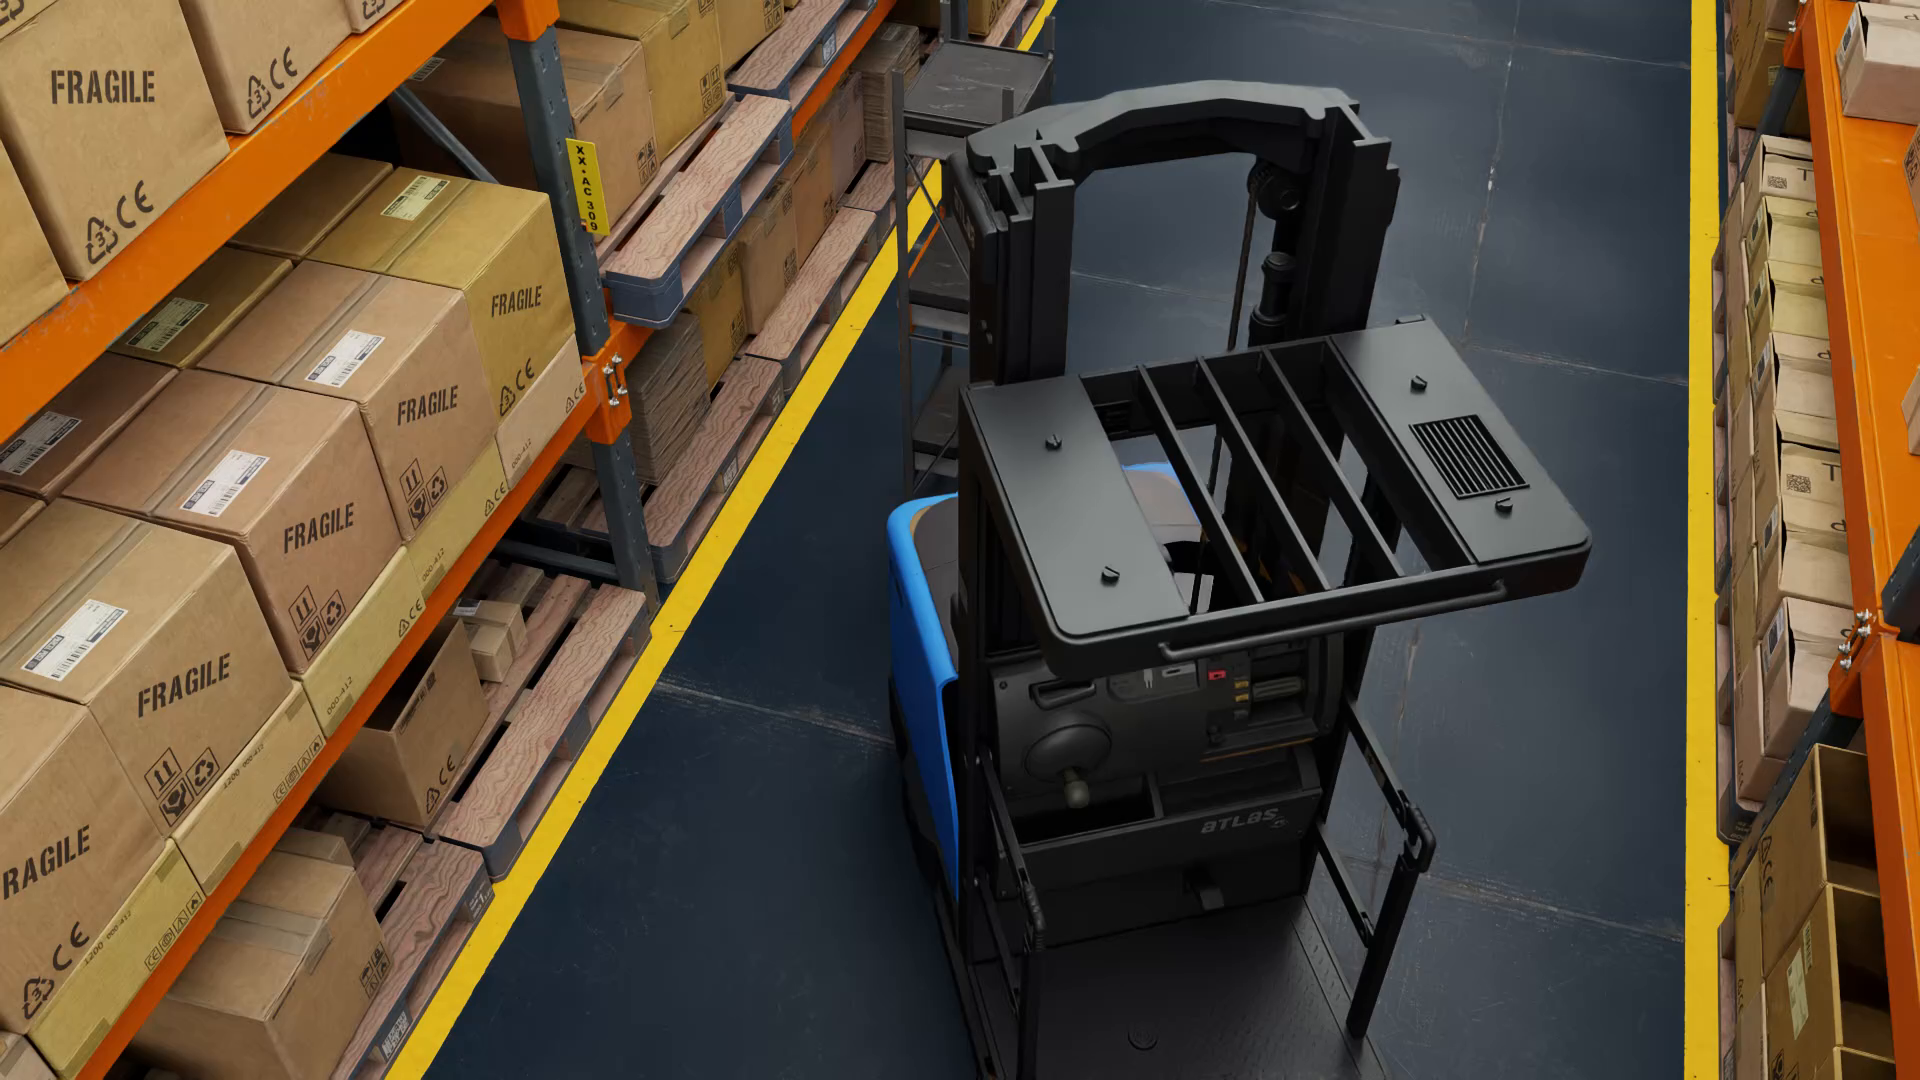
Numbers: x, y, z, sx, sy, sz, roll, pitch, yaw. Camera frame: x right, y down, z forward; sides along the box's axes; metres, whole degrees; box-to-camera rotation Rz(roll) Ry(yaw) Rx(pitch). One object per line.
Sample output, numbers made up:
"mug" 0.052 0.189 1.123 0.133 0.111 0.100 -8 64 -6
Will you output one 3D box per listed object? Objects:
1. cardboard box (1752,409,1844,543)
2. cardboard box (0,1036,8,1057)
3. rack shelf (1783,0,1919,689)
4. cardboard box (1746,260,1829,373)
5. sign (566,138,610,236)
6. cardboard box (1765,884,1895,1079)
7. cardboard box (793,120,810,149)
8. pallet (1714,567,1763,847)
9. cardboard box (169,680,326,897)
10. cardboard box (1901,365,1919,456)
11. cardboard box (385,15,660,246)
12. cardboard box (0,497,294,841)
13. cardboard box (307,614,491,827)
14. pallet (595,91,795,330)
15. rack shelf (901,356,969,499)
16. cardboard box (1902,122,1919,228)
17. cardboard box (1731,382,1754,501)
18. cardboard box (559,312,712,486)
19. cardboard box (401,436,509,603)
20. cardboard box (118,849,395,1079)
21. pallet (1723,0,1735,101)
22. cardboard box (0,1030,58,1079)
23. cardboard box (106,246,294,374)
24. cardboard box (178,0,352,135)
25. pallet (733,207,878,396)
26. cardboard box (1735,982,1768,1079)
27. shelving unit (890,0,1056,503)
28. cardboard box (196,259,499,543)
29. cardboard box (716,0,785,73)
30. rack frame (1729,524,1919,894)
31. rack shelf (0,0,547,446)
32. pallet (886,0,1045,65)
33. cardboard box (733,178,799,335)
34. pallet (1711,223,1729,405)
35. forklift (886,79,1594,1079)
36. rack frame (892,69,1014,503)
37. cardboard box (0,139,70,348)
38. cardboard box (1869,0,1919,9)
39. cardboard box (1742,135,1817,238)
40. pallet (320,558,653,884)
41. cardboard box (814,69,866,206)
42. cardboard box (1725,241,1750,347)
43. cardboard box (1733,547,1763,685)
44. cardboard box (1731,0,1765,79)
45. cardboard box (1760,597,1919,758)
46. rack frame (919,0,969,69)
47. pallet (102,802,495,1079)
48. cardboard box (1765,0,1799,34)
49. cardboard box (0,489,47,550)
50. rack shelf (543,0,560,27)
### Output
"cardboard box" 3.217 -0.210 6.084 0.500 0.311 0.500 12 46 12
"cardboard box" -2.280 0.985 3.155 0.500 0.500 0.500 13 46 13
"rack shelf" 3.669 -0.907 6.046 1.077 0.370 4.000 13 46 13
"cardboard box" 3.528 -0.887 6.776 0.500 0.311 0.500 11 46 11
"sign" -1.140 -1.077 5.087 0.100 0.325 0.005 13 46 13
"cardboard box" 2.480 1.312 4.395 0.500 0.500 0.500 13 46 13
"cardboard box" -1.000 -1.874 7.457 0.500 0.250 0.500 12 46 12
"pallet" 3.249 0.666 5.918 1.003 0.211 1.213 13 46 13
"cardboard box" -1.961 0.553 4.133 0.500 0.250 0.500 13 46 13
"cardboard box" 3.154 -0.408 5.118 0.396 0.266 0.258 12 46 12
"cardboard box" -1.473 -1.403 5.653 0.700 0.500 0.500 13 46 13
"cardboard box" -1.973 0.296 3.860 0.500 0.500 0.500 14 46 14
"cardboard box" -1.935 0.559 5.507 0.500 0.500 0.500 9 45 9
"pallet" -1.289 -1.288 6.058 1.003 0.211 1.213 13 46 13
"rack shelf" 0.050 -0.351 6.627 0.431 0.518 0.480 13 46 13
"cardboard box" 3.782 -1.411 5.976 0.500 0.500 0.500 10 45 10
"cardboard box" 3.377 -0.353 6.631 0.500 0.250 0.500 13 46 13
"cardboard box" -1.452 -0.636 6.727 0.700 0.500 0.500 14 46 14
"cardboard box" -1.673 -0.121 4.822 0.500 0.250 0.500 13 46 13
"cardboard box" -2.133 1.224 4.827 0.700 0.500 0.500 10 45 10
"pallet" 4.908 -2.801 9.461 1.003 0.211 1.213 13 46 13
"cardboard box" -2.277 1.228 3.443 0.500 0.250 0.500 11 45 11
"cardboard box" -2.161 -0.486 4.659 0.500 0.500 0.500 12 46 12
"cardboard box" -1.742 -1.269 3.672 0.500 0.500 0.500 9 45 9
"pallet" -1.057 -1.216 7.842 1.003 0.211 1.213 13 46 13
"cardboard box" 2.477 1.579 4.657 0.500 0.250 0.500 13 46 13
"shelving unit" 0.050 -0.861 6.128 0.431 2.100 0.503 13 46 13
"cardboard box" -1.653 -0.385 4.555 0.500 0.500 0.500 12 46 12
"cardboard box" -1.127 -2.219 6.487 0.700 0.500 0.500 19 47 18
"rack frame" 3.063 0.169 4.432 1.000 3.000 0.127 13 46 13
"rack shelf" -2.265 -0.359 3.342 1.077 0.370 4.000 13 46 13
"pallet" -0.137 -3.057 9.723 1.003 0.211 1.213 13 46 13
"cardboard box" -1.151 -1.322 7.429 0.700 0.500 0.500 13 46 13
"pallet" 3.988 -0.960 7.580 1.003 0.211 1.213 13 46 13
"forklift" 0.594 0.524 4.119 1.130 2.935 3.031 -10 45 -10
"rack frame" -0.024 -0.698 5.962 0.400 2.100 0.015 13 46 13
"cardboard box" -2.039 -0.555 2.942 0.500 0.500 0.500 15 46 15
"cardboard box" 4.123 -2.232 6.950 0.500 0.311 0.500 15 46 15
"cardboard box" 3.836 -1.578 7.483 0.500 0.311 0.500 14 46 14
"pallet" -1.829 0.574 6.012 1.003 0.211 1.213 13 46 13
"cardboard box" -0.883 -1.998 8.120 0.700 0.500 0.500 12 46 12
"cardboard box" 3.684 -1.042 7.336 0.500 0.250 0.500 11 46 11
"cardboard box" 3.067 0.327 5.937 0.500 0.250 0.500 12 46 12
"cardboard box" 4.491 -2.779 8.918 0.500 0.500 0.500 11 45 11
"cardboard box" 2.912 0.471 5.389 0.500 0.311 0.500 13 46 13
"rack frame" -0.448 -3.544 8.227 1.000 3.000 0.127 13 46 13
"pallet" -2.197 1.390 5.178 1.003 0.211 1.213 13 46 13
"cardboard box" 4.347 -2.740 8.342 0.500 0.250 0.500 14 46 14
"cardboard box" -2.464 0.193 3.965 0.500 0.500 0.500 13 46 13
"rack shelf" -1.054 -3.026 6.067 1.077 0.370 4.000 13 46 13
